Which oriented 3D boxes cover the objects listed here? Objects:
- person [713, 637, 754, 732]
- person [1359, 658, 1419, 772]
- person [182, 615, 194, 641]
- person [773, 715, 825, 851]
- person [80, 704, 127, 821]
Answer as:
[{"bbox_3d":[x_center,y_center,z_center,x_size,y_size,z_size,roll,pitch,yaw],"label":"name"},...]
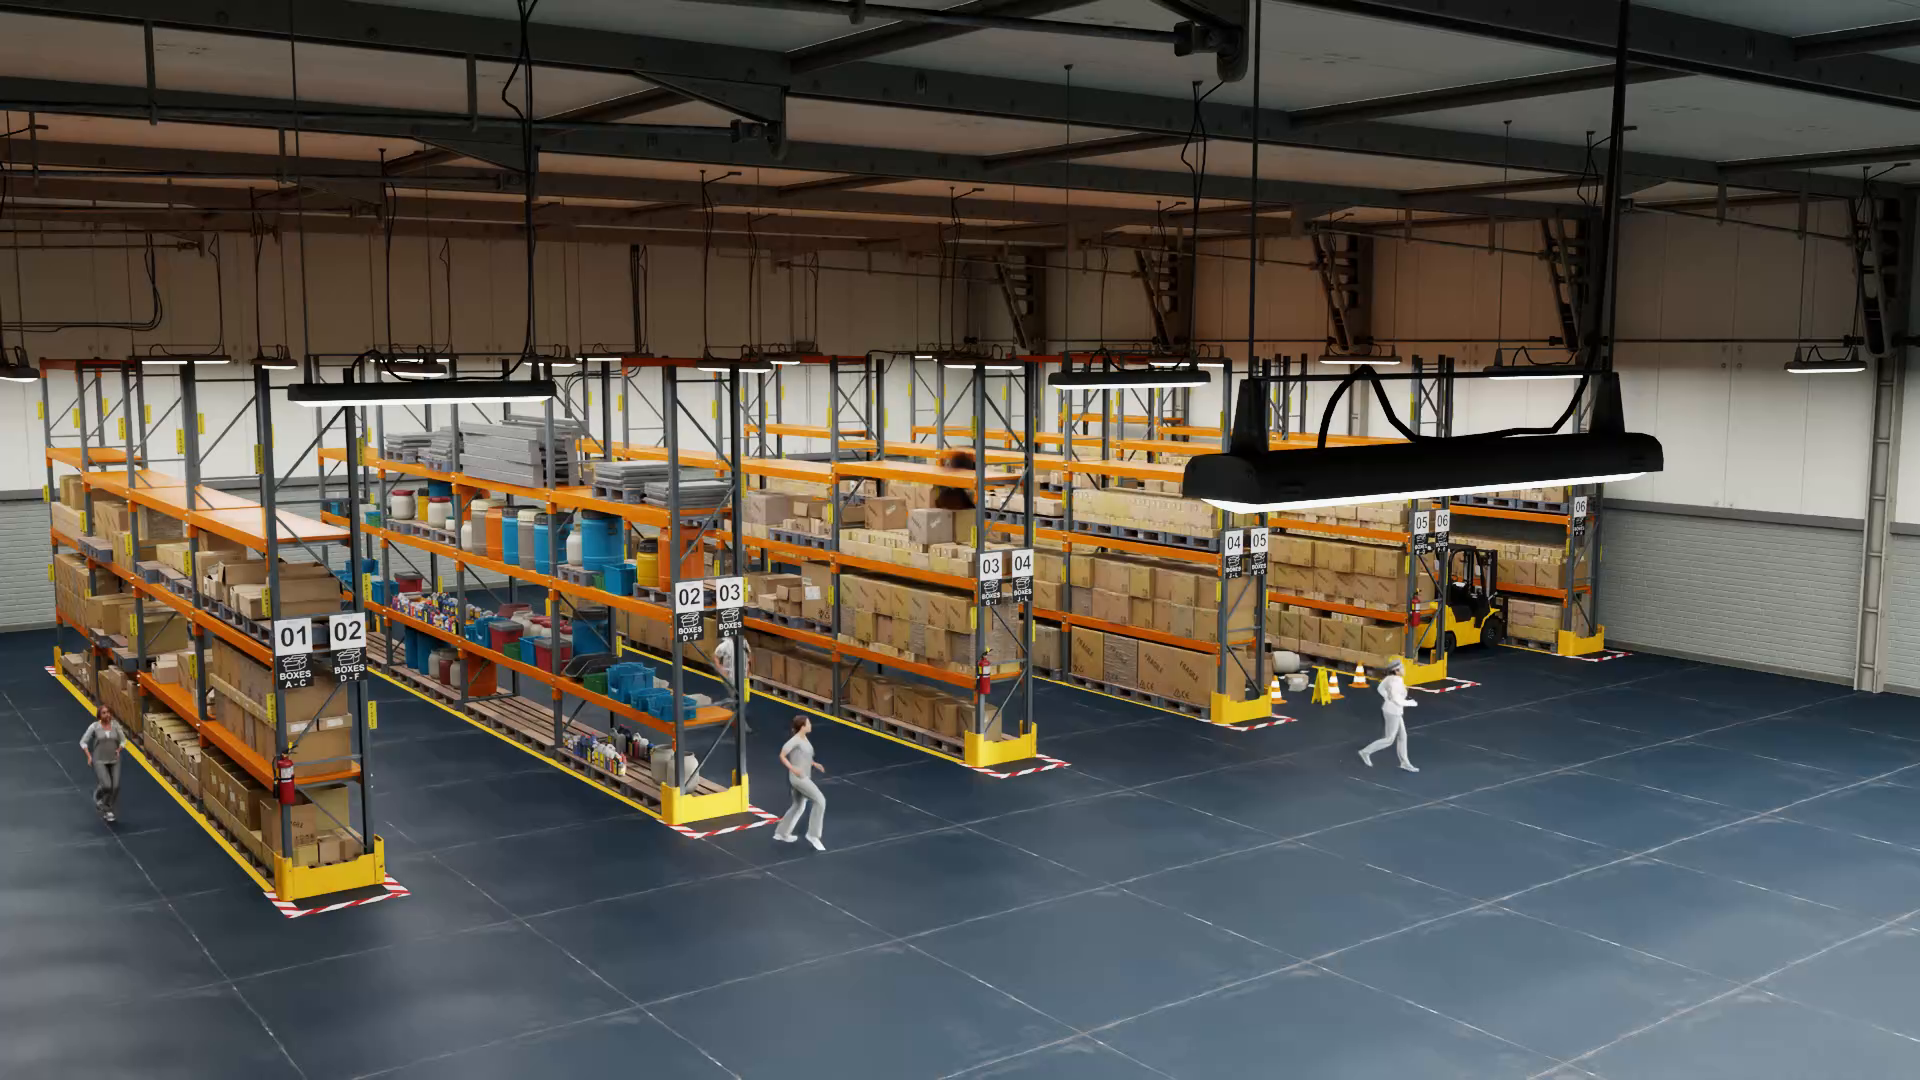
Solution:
[{"bbox_3d":[-3.691,2.227,27.139,0.688,1.766,0.819,-6,9,-41],"label":"person"},{"bbox_3d":[6.309,2.571,24.427,0.914,1.707,0.624,1,7,4],"label":"person"},{"bbox_3d":[-15.010,1.585,32.519,0.724,1.723,0.593,-7,10,-44],"label":"person"},{"bbox_3d":[-2.003,3.021,20.812,0.700,1.694,0.571,1,7,6],"label":"person"},{"bbox_3d":[-11.226,2.940,21.896,0.531,1.557,0.498,-6,9,-43],"label":"person"}]
